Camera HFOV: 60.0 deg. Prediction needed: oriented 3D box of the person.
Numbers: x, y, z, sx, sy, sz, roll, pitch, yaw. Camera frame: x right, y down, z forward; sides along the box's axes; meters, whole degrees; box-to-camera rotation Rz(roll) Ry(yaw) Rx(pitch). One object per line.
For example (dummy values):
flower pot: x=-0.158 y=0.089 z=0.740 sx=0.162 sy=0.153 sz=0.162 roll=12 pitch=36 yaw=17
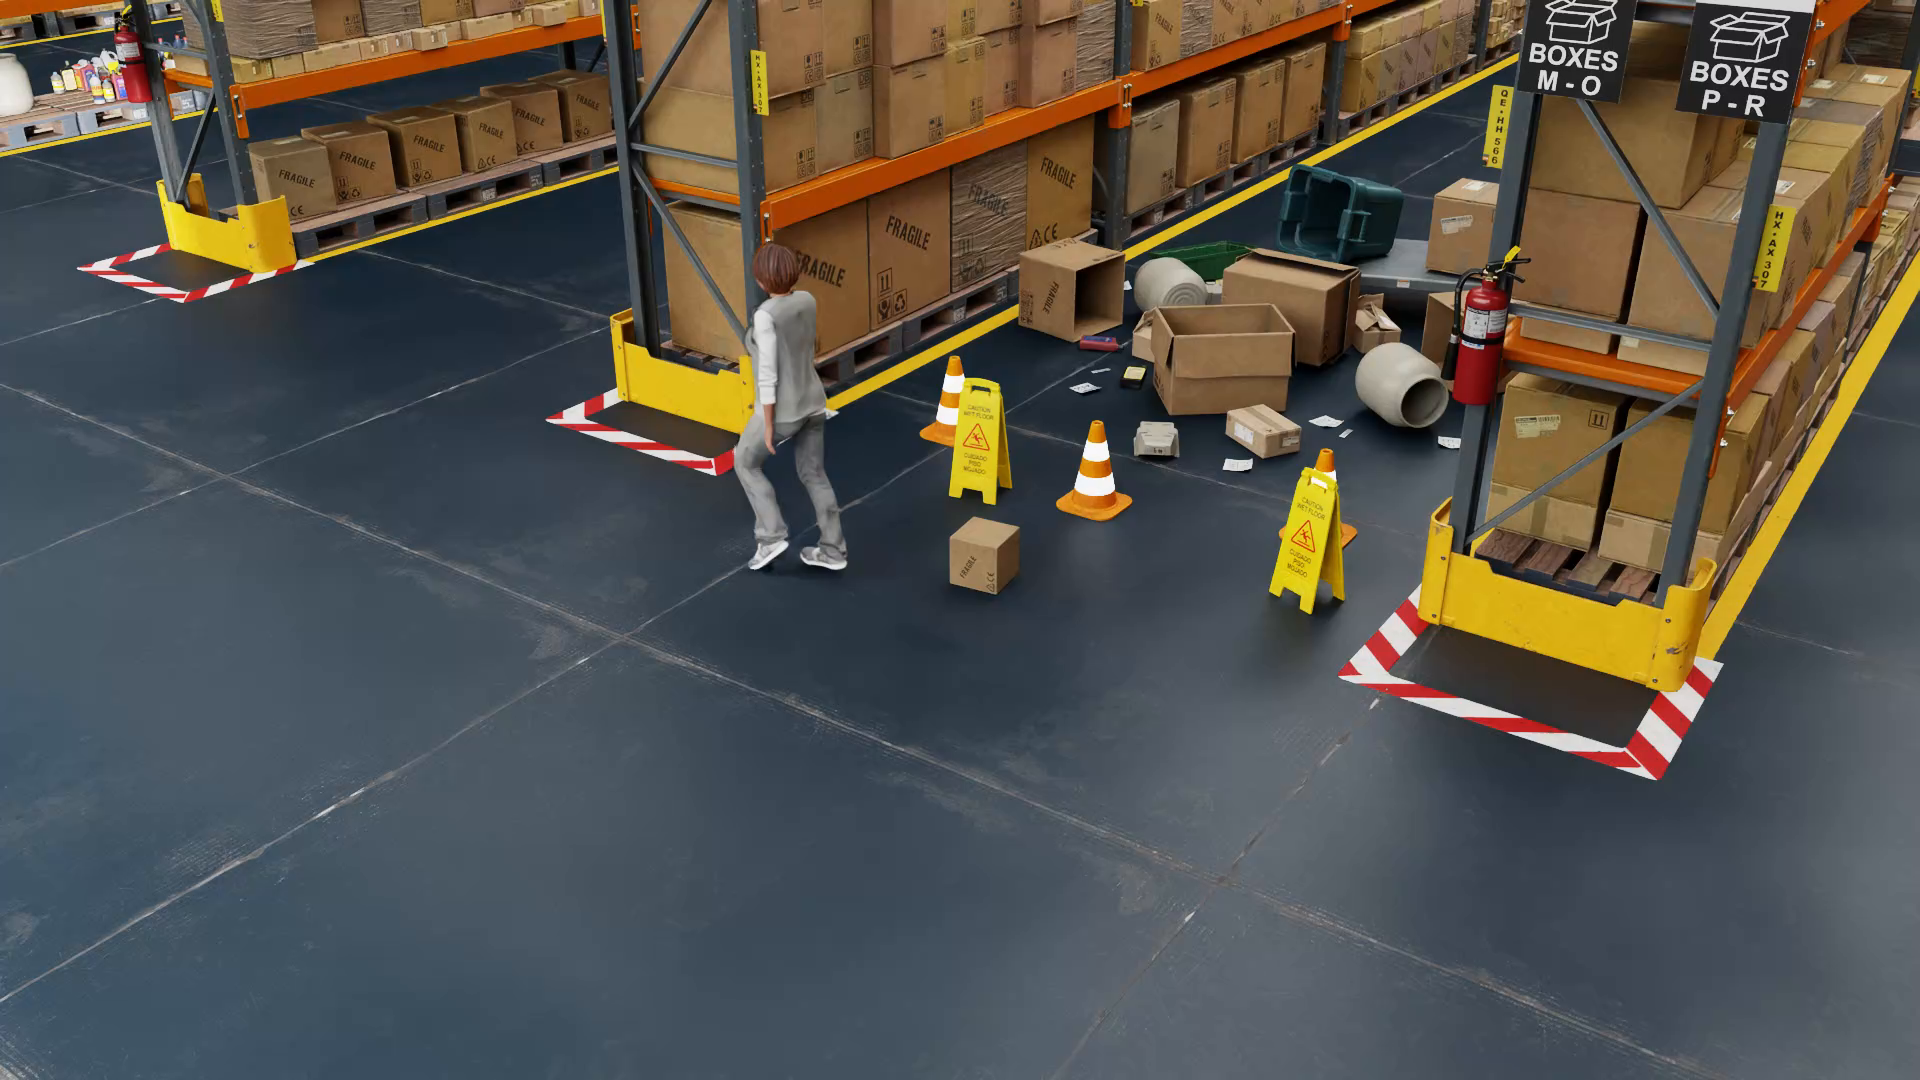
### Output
person: x=-0.782 y=-0.570 z=7.744 sx=0.527 sy=1.636 sz=0.450 roll=20 pitch=33 yaw=33
